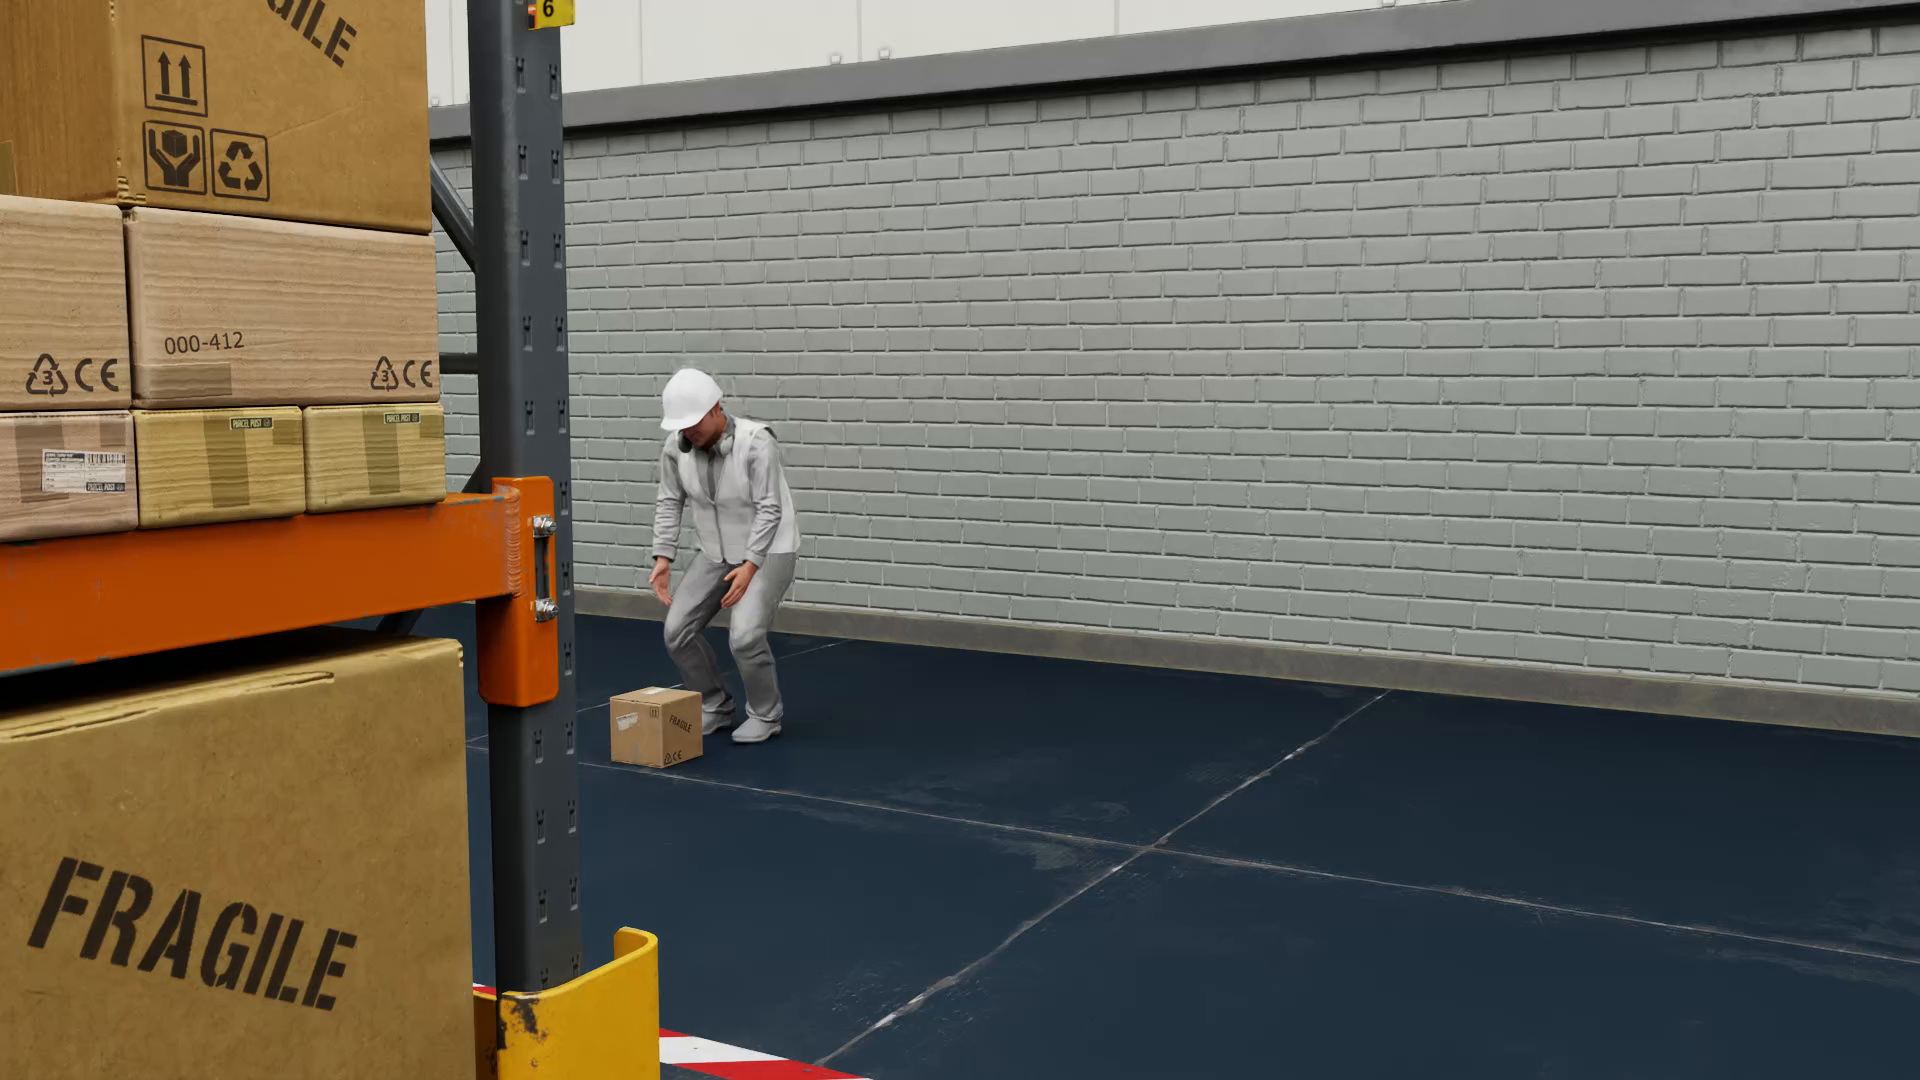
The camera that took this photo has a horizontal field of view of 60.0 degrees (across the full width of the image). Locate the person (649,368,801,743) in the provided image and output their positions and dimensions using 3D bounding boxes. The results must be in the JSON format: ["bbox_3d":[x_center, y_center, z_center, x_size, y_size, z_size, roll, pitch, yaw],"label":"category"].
[{"bbox_3d":[-0.938,0.064,6.715,0.590,1.506,0.705,3,7,29],"label":"person"}]
